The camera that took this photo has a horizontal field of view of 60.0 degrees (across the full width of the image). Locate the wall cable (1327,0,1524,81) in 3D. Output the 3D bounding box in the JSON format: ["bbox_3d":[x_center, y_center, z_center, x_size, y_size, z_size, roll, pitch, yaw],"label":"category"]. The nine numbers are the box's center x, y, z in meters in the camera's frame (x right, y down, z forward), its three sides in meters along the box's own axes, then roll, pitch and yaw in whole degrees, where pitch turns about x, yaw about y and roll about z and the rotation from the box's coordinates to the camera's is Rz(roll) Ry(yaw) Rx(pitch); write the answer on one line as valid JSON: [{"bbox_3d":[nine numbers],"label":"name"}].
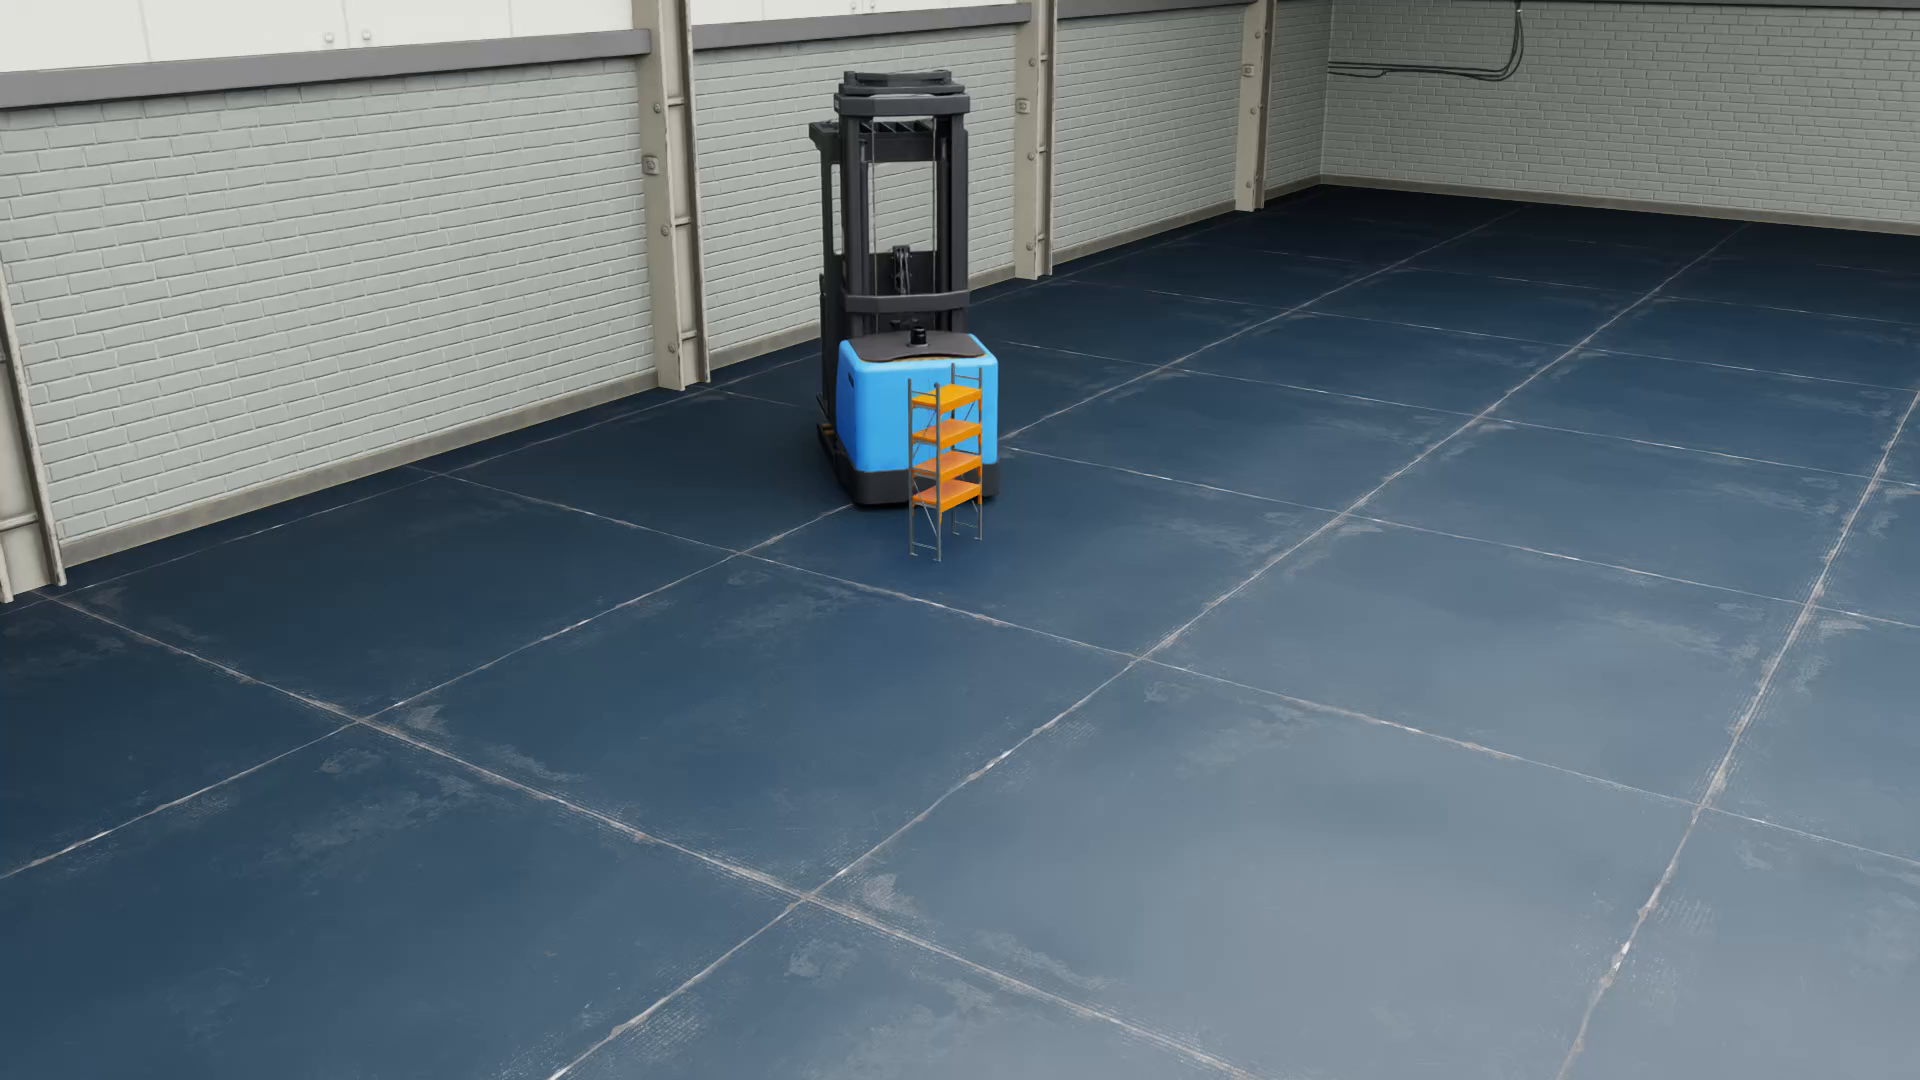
[{"bbox_3d":[6.985,-8.214,24.976,3.097,2.526,0.112,13,24,32],"label":"wall cable"}]

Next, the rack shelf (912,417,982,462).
[{"bbox_3d":[-0.093,-0.662,10.874,0.258,0.148,0.480,13,24,32],"label":"rack shelf"}]

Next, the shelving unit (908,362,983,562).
[{"bbox_3d":[-0.093,-0.515,10.928,0.258,1.200,0.503,13,24,32],"label":"shelving unit"}]

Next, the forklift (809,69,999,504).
[{"bbox_3d":[-0.532,-2.102,12.724,1.130,2.935,3.031,-4,21,-11],"label":"forklift"}]

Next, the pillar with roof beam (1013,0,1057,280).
[{"bbox_3d":[4.422,-6.522,15.926,9.100,9.000,0.400,13,24,32],"label":"pillar with roof beam"}]

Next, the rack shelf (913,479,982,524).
[{"bbox_3d":[-0.093,-0.266,11.021,0.258,0.148,0.480,13,24,32],"label":"rack shelf"}]

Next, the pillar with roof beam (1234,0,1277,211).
[{"bbox_3d":[7.795,-8.244,20.580,9.100,9.000,0.400,13,24,32],"label":"pillar with roof beam"}]

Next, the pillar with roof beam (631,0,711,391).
[{"bbox_3d":[1.050,-4.801,11.272,9.100,9.000,0.400,13,24,32],"label":"pillar with roof beam"}]

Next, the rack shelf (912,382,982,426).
[{"bbox_3d":[-0.093,-0.884,10.792,0.258,0.148,0.480,13,24,32],"label":"rack shelf"}]

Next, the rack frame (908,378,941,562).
[{"bbox_3d":[-0.230,-0.445,10.739,0.240,1.200,0.015,13,24,32],"label":"rack frame"}]

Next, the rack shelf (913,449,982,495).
[{"bbox_3d":[-0.093,-0.452,10.952,0.258,0.148,0.480,13,24,32],"label":"rack shelf"}]

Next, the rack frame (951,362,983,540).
[{"bbox_3d":[0.044,-0.585,11.118,0.240,1.200,0.015,13,24,32],"label":"rack frame"}]

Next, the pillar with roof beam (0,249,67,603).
[{"bbox_3d":[-2.323,-3.079,6.618,9.100,9.000,0.400,13,24,32],"label":"pillar with roof beam"}]
